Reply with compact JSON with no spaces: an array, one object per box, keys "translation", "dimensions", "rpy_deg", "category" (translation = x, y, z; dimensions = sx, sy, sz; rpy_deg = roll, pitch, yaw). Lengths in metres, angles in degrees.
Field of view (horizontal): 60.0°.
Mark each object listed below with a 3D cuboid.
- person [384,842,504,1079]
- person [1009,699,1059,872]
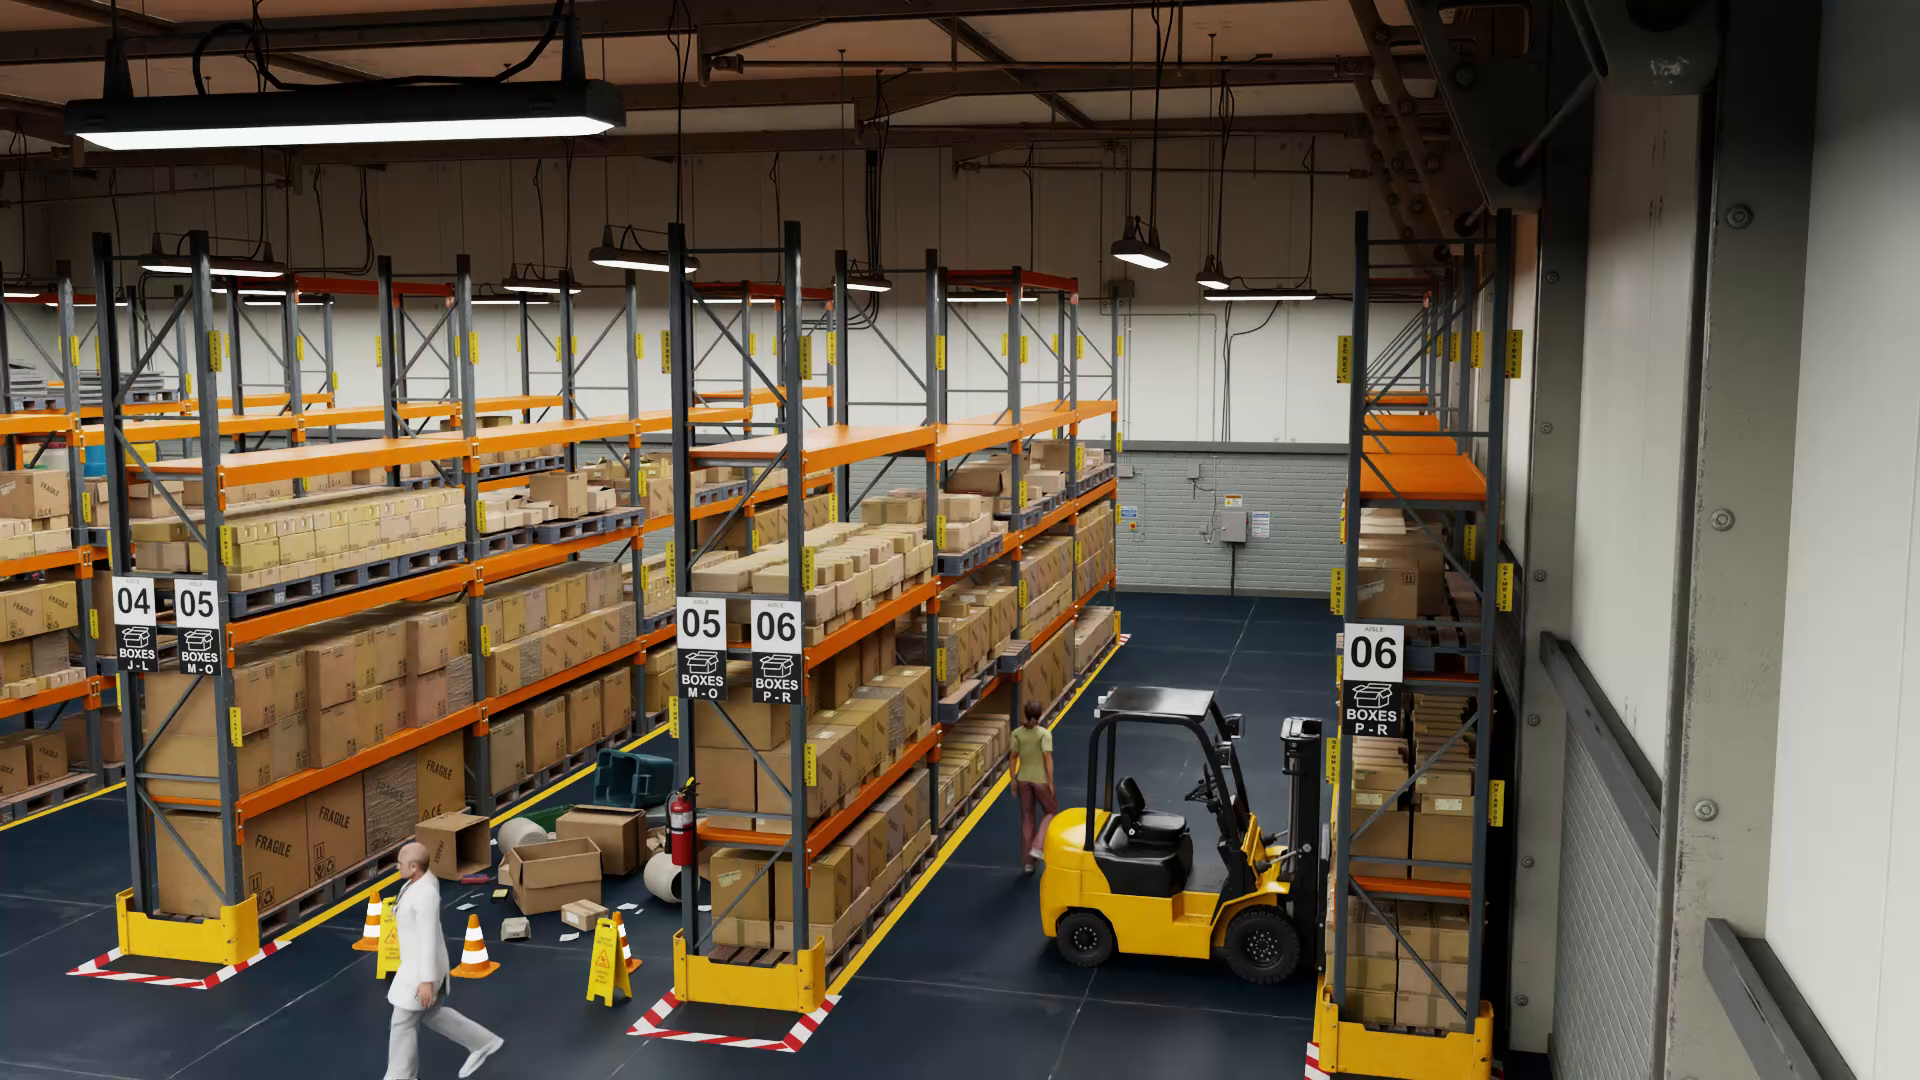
[{"translation":[-3.630,2.917,11.387],"dimensions":[0.935,1.757,0.659],"rpy_deg":[-2,7,-14],"category":"person"},{"translation":[0.710,2.374,16.135],"dimensions":[0.500,1.662,0.471],"rpy_deg":[3,7,22],"category":"person"}]
